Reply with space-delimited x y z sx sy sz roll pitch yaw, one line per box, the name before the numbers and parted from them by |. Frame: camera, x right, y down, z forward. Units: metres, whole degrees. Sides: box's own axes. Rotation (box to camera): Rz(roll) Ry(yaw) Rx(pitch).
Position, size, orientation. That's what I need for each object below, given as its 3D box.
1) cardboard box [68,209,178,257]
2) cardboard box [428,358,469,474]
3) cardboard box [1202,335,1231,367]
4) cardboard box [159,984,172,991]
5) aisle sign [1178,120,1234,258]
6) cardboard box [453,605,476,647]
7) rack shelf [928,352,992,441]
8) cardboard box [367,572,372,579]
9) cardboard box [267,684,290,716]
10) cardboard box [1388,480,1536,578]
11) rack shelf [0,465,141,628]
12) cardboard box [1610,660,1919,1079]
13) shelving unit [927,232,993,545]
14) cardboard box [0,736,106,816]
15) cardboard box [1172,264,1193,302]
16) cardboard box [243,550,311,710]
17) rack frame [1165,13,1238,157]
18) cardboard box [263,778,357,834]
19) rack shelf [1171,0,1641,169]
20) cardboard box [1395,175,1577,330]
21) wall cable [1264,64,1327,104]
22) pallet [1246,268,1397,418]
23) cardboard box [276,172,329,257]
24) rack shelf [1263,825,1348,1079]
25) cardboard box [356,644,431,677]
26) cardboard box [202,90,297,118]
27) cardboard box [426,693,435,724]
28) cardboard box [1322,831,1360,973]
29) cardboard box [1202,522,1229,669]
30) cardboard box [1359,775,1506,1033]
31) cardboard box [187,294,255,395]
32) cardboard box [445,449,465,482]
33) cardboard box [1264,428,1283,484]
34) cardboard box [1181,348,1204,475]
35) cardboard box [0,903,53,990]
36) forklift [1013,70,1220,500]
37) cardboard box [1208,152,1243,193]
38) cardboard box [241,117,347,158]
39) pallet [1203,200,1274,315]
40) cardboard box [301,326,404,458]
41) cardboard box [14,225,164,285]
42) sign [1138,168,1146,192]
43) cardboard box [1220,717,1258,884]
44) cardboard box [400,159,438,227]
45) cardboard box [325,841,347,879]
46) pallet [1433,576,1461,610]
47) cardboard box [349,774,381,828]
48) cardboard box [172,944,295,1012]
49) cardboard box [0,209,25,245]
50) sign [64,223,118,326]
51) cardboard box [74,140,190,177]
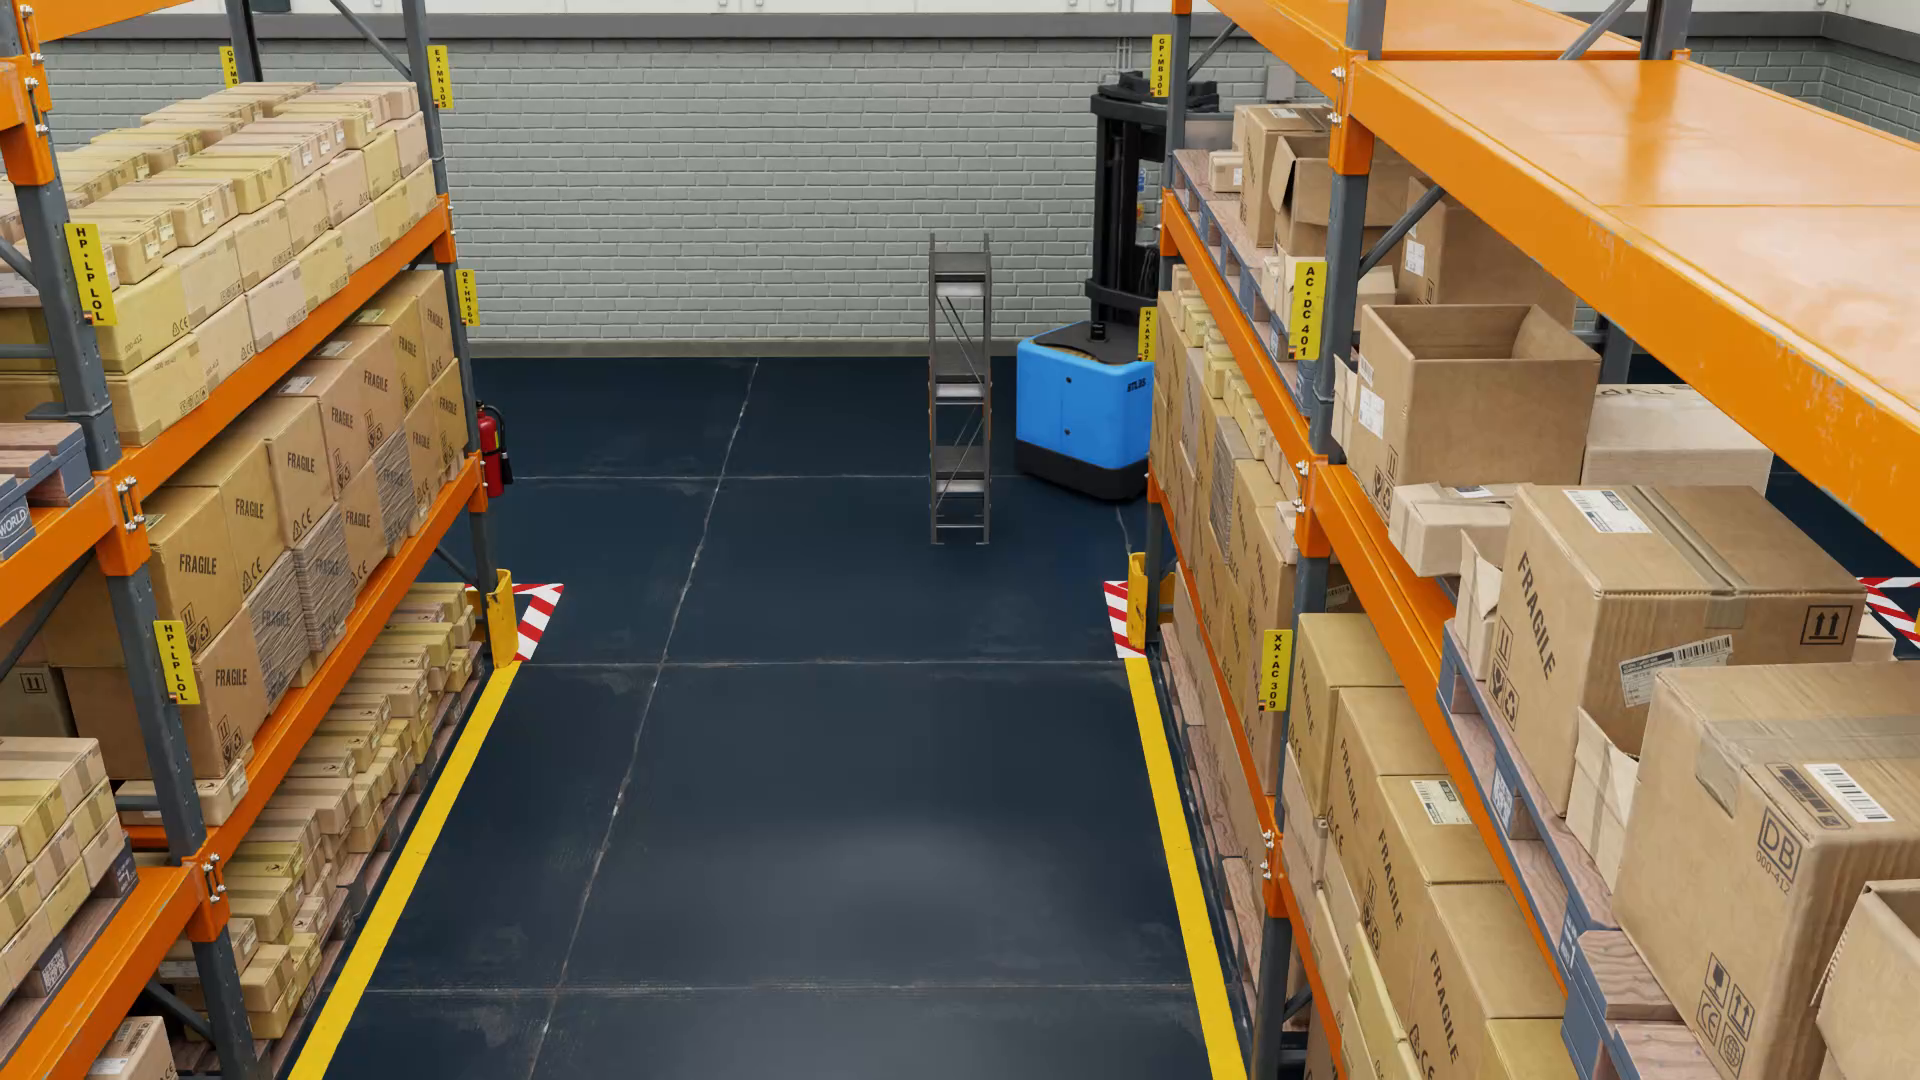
cardboard box | -3.059 -1.086 5.964 0.380 0.149 0.250 -1 24 -1
cardboard box | -3.050 -0.688 9.148 0.500 0.500 0.500 0 24 1
cardboard box | 1.363 -0.869 7.909 0.380 0.149 0.250 0 24 0
cardboard box | -3.533 1.798 7.085 0.380 0.149 0.250 0 24 1
aisle sign | 1.345 -1.967 9.305 0.394 0.787 0.004 0 24 -1
cardboard box | -3.021 0.498 9.598 0.380 0.149 0.250 -1 24 -2
rack shelf | -0.002 -1.012 11.474 0.431 0.518 0.480 0 24 -1
cardboard box | -3.100 0.088 8.220 0.380 0.149 0.250 -1 24 -3
cardboard box | -3.074 0.626 7.030 0.380 0.149 0.250 -1 24 -3
cardboard box | 1.344 -0.035 4.321 0.380 0.166 0.250 -2 24 -4
rack shelf | -3.247 0.743 3.700 1.077 0.370 4.000 0 24 -1
cardboard box | 1.523 0.531 2.664 0.700 0.500 0.500 -1 24 -3
shelving unit | -0.002 -1.025 11.468 0.431 2.100 0.503 0 24 -1
cardboard box | -3.069 0.774 5.471 0.380 0.149 0.250 1 24 2
cardboard box | 1.363 -1.404 9.091 0.380 0.149 0.250 0 24 1
cardboard box | -3.035 0.368 6.815 0.500 0.500 0.500 0 24 -1
rack frame | 1.636 -3.488 8.542 1.000 3.000 0.127 0 24 -1
cardboard box | -3.008 1.221 7.638 0.380 0.149 0.250 0 24 1
rack shelf | 1.658 -2.154 6.950 1.077 0.370 4.000 0 24 -1
cardboard box | 1.883 -0.999 5.926 0.500 0.500 0.500 0 24 0
wall cable | 2.969 -3.552 14.730 0.588 1.984 0.122 0 24 -1
pallet | 1.681 -0.770 6.279 1.003 0.211 1.213 0 24 -1
cardboard box | -3.049 -1.398 7.137 0.500 0.250 0.500 -1 24 -3
rack shelf | 1.702 2.046 4.460 1.077 0.370 4.000 0 24 -1
cardboard box | -3.039 0.680 8.834 0.380 0.149 0.250 -1 24 -3
cardboard box | -3.552 -2.159 8.335 0.380 0.149 0.250 1 24 2
cardboard box | -3.062 0.950 8.960 0.380 0.149 0.250 0 24 0
cardboard box | 1.436 1.132 5.183 0.500 0.250 0.500 0 24 0
cardboard box | 1.388 0.239 7.460 0.500 0.500 0.500 -1 24 -1
cardboard box | 1.433 0.992 4.583 0.500 0.500 0.500 -1 24 -2
cardboard box | -3.025 -0.739 6.286 0.500 0.250 0.500 -1 24 -1
cardboard box | -3.026 -0.443 9.394 0.380 0.149 0.250 0 24 0
cardboard box | 1.450 -0.344 6.750 0.380 0.149 0.250 0 24 -1
cardboard box | 1.383 -0.631 8.172 0.500 0.500 0.500 0 24 -1
cardboard box | -3.062 1.253 5.134 0.380 0.149 0.250 0 24 -1
forklift | 1.797 -2.144 12.934 1.130 2.935 3.031 22 32 39
cardboard box | 1.418 -1.794 8.111 0.380 0.149 0.250 1 24 1
cardboard box | -3.053 -1.842 7.634 0.380 0.149 0.250 -1 24 -2
pallet | 1.671 -1.271 7.388 1.003 0.211 1.213 0 24 -1
cardboard box | -3.039 -0.717 7.999 0.500 0.500 0.500 1 24 2
cardboard box | -2.999 -0.983 5.736 0.380 0.149 0.250 -1 24 -3
sign | 1.502 -3.226 14.915 0.327 0.218 0.001 0 24 -1
cardboard box | 1.770 1.242 7.964 0.875 0.438 0.875 -1 24 -2
cardboard box | -3.043 -1.803 8.638 0.500 0.250 0.500 -1 24 -2
cardboard box | -3.100 1.487 7.772 0.380 0.149 0.250 -1 24 -3
pallet | 1.739 -0.008 4.720 0.805 0.209 1.217 -1 24 -3
cardboard box | -3.003 1.246 7.944 0.380 0.149 0.250 0 24 -1
cardboard box | -2.953 1.779 6.765 0.380 0.149 0.250 1 24 2
cardboard box | -3.603 -1.087 5.965 0.380 0.149 0.250 0 24 -1
sign | -2.714 -0.828 5.195 0.100 0.325 0.005 0 24 -1
cardboard box | -3.549 -1.624 7.151 0.380 0.149 0.250 1 24 1
